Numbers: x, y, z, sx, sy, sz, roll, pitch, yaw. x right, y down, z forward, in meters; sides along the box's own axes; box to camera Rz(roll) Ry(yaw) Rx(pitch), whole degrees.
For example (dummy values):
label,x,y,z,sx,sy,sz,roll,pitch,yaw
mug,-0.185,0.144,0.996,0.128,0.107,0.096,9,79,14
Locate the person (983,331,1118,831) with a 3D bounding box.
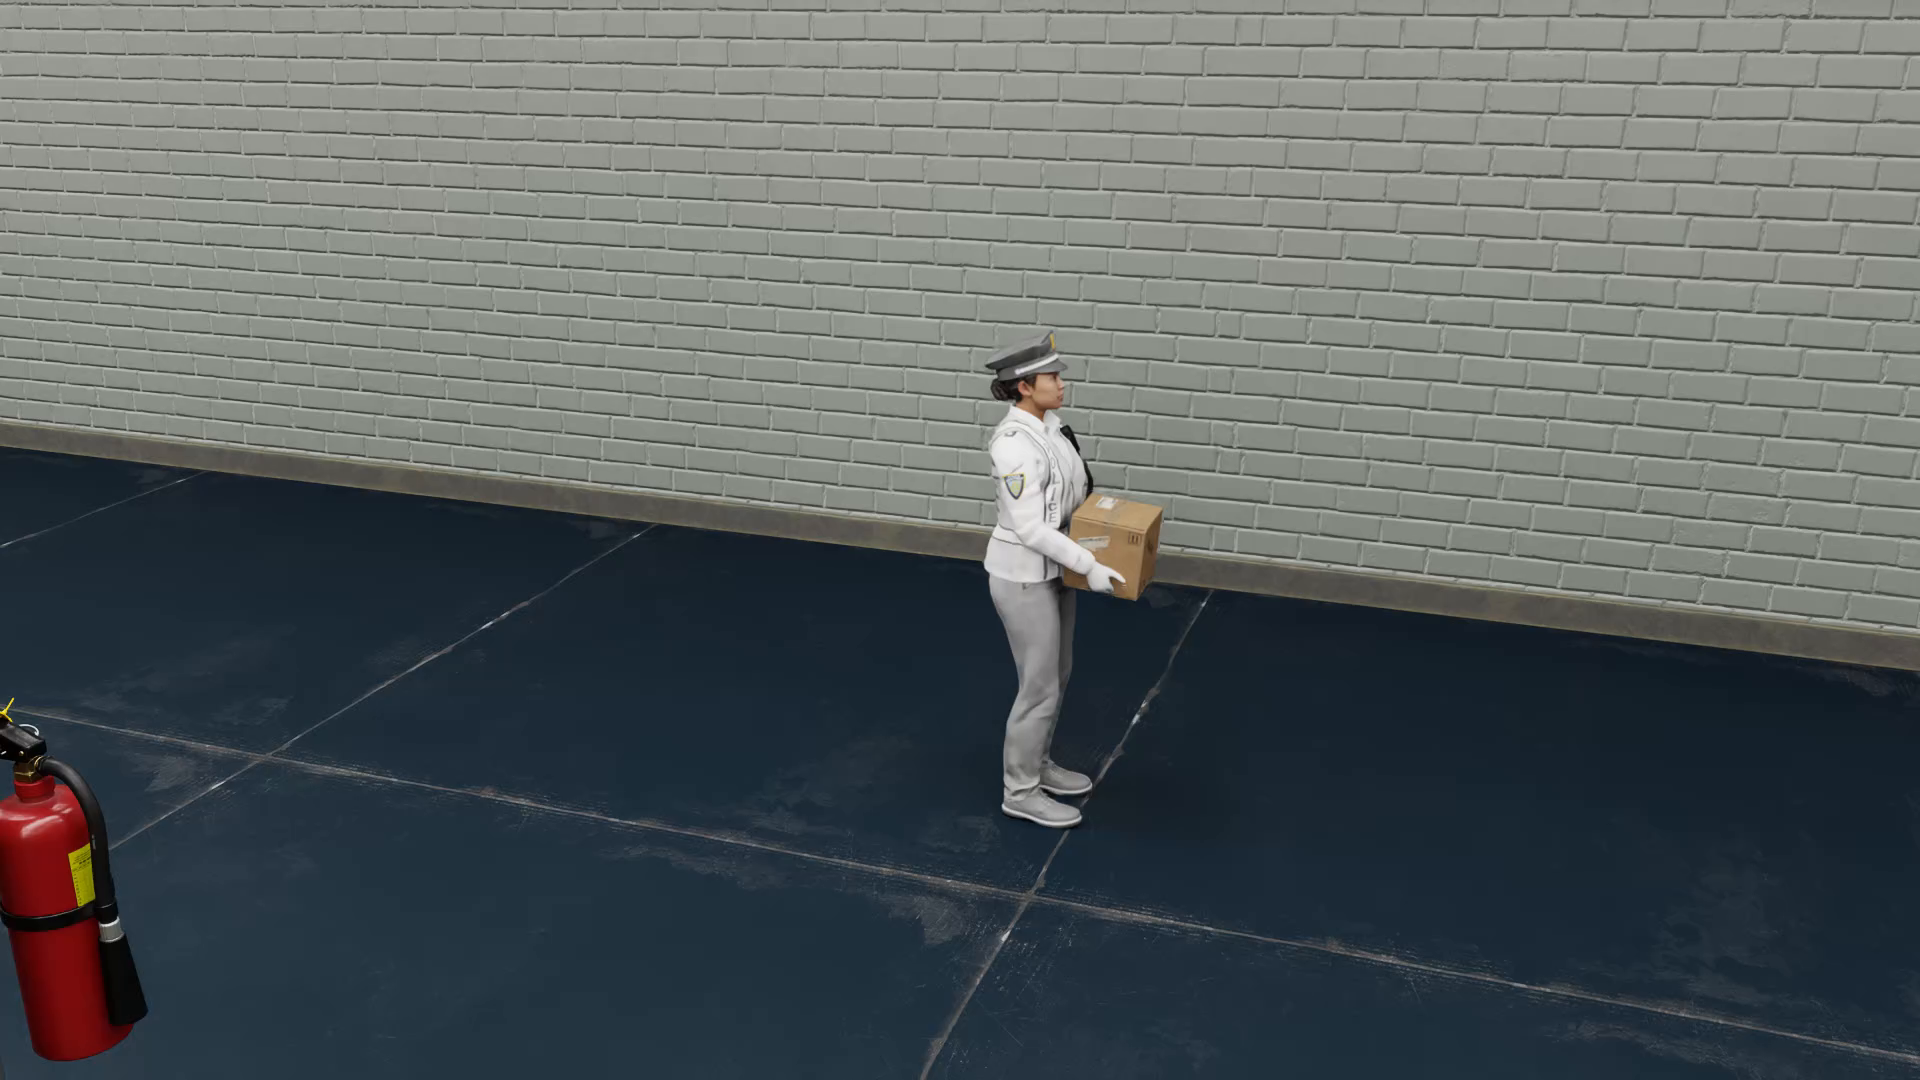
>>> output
label,x,y,z,sx,sy,sz,roll,pitch,yaw
person,0.330,0.131,5.629,0.489,1.692,0.489,6,20,18
